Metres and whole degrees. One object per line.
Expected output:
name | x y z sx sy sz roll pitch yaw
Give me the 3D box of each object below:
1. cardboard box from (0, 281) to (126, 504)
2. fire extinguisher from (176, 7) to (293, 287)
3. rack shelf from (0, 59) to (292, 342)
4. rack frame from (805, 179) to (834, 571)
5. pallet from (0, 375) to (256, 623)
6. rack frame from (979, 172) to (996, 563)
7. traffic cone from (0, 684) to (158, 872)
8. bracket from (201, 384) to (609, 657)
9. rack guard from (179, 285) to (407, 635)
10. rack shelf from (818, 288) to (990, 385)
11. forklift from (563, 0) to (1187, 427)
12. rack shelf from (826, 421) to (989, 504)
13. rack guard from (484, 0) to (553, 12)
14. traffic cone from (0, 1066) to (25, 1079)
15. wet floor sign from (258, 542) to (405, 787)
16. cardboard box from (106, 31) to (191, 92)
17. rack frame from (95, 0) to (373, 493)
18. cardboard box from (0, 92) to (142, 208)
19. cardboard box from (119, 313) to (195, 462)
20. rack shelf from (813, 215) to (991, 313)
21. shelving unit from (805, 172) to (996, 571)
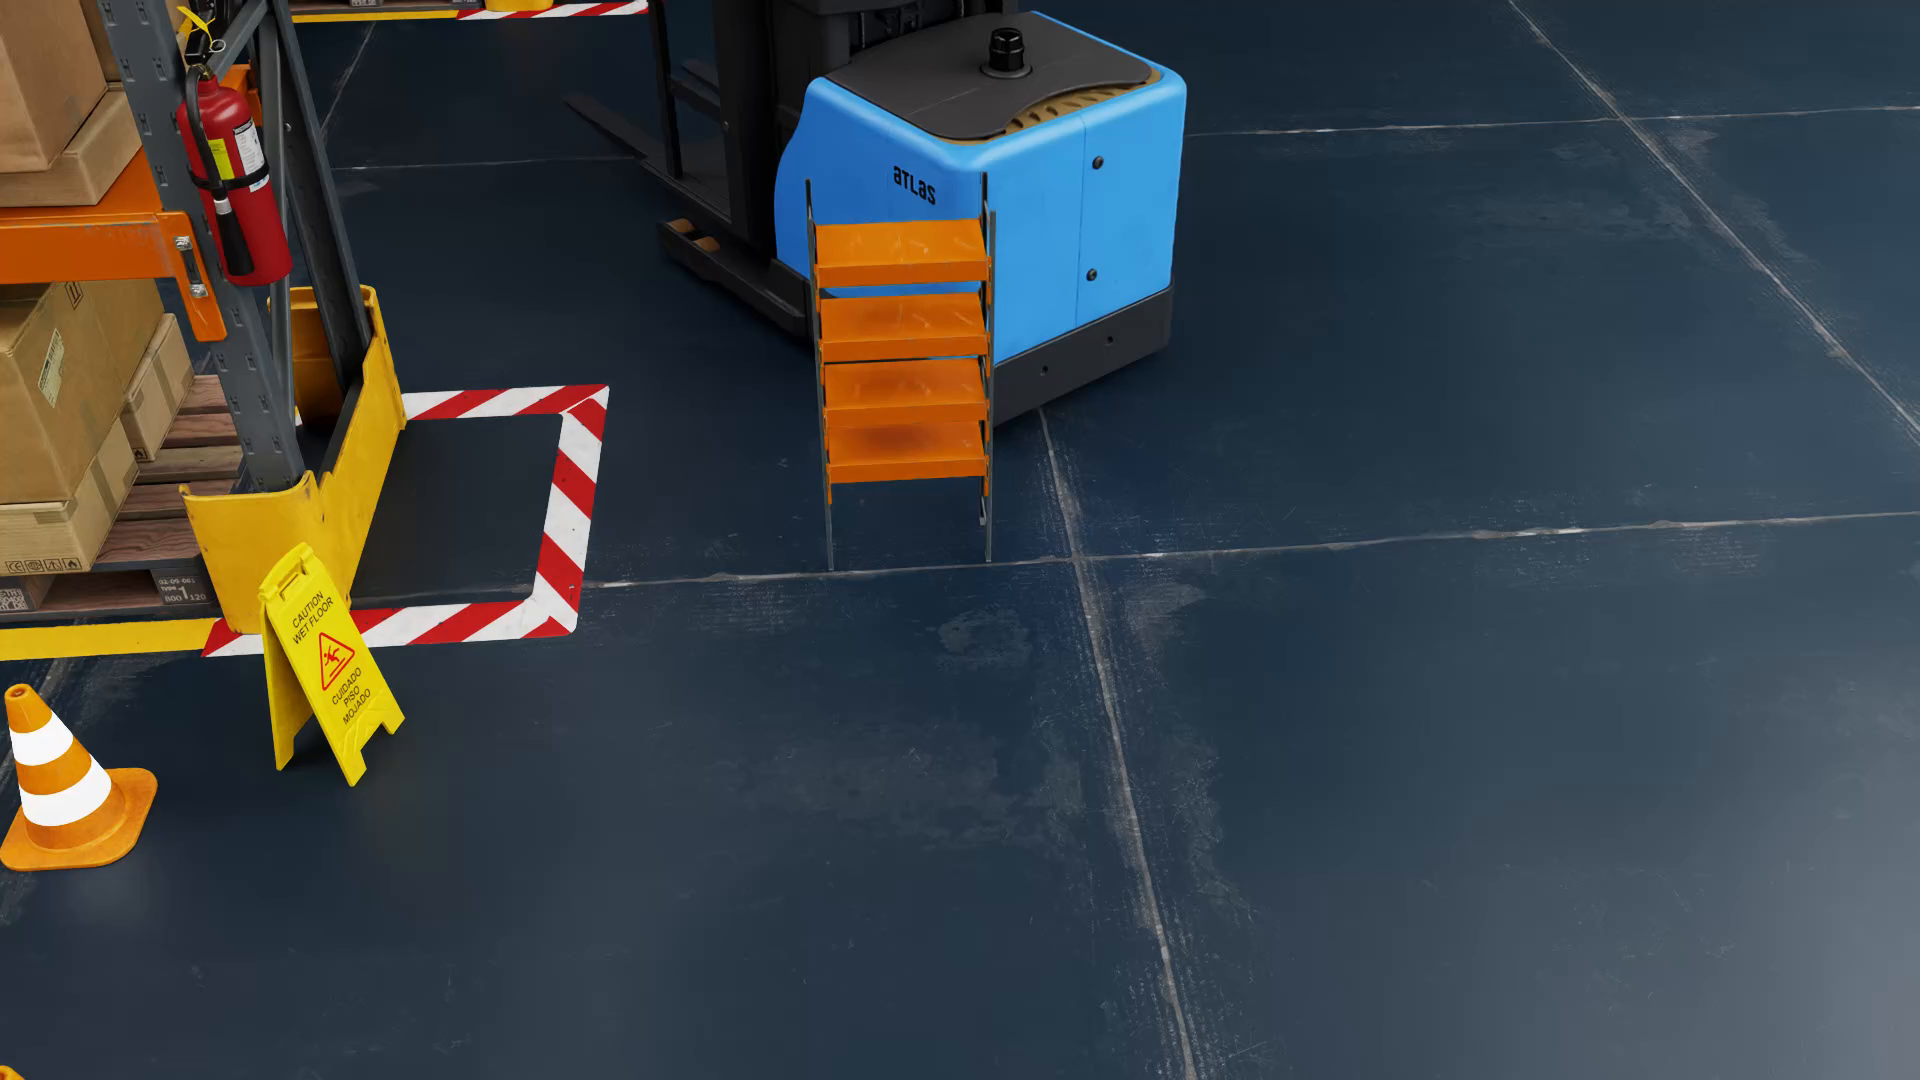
cardboard box | -2.747 -0.444 4.666 0.500 0.500 0.500 -3 38 -4
fire extinguisher | -1.818 -0.960 4.108 0.183 0.674 0.296 -3 38 -4
rack shelf | -3.964 -0.877 4.520 4.000 0.370 1.077 -3 38 -4
rack frame | -0.408 -0.449 4.850 0.015 1.200 0.240 -3 38 -4
pallet | -2.860 -0.147 5.266 1.213 0.211 1.003 -3 38 -4
rack frame | 0.078 -0.475 4.884 0.015 1.200 0.240 -3 38 -4
traffic cone | -2.286 0.547 4.184 0.334 0.463 0.336 -3 38 -4
bracket | -1.724 -0.110 5.390 1.079 0.001 1.378 -3 38 -4
rack guard | -2.048 -0.283 5.205 0.348 0.500 1.175 -3 38 -4
rack shelf | -0.165 -0.585 4.770 0.480 0.148 0.258 -3 38 -4
forklift | -0.554 -2.348 5.859 1.130 2.935 3.031 -27 45 -30
rack shelf | -0.165 -0.253 5.032 0.480 0.148 0.258 -3 38 -4
rack guard | -2.392 -3.351 9.094 0.348 0.500 1.175 -3 38 -4
traffic cone | -1.849 1.213 3.339 0.334 0.463 0.336 -3 38 -4
wet floor sign | -1.688 0.305 4.342 0.232 0.644 0.267 9 39 12
cardboard box | -2.329 -1.279 4.652 0.250 0.149 0.380 -3 38 -4
rack frame | -1.972 -1.269 4.436 0.127 3.000 1.000 -3 38 -4
cardboard box | -2.326 -1.018 4.321 0.250 0.149 0.380 -2 38 -2
cardboard box | -2.800 -0.481 5.318 0.500 0.250 0.500 -3 38 -4
rack shelf | -0.165 -0.770 4.623 0.480 0.148 0.258 -3 38 -4
shelving unit | -0.165 -0.462 4.867 0.503 1.200 0.258 -3 38 -4
